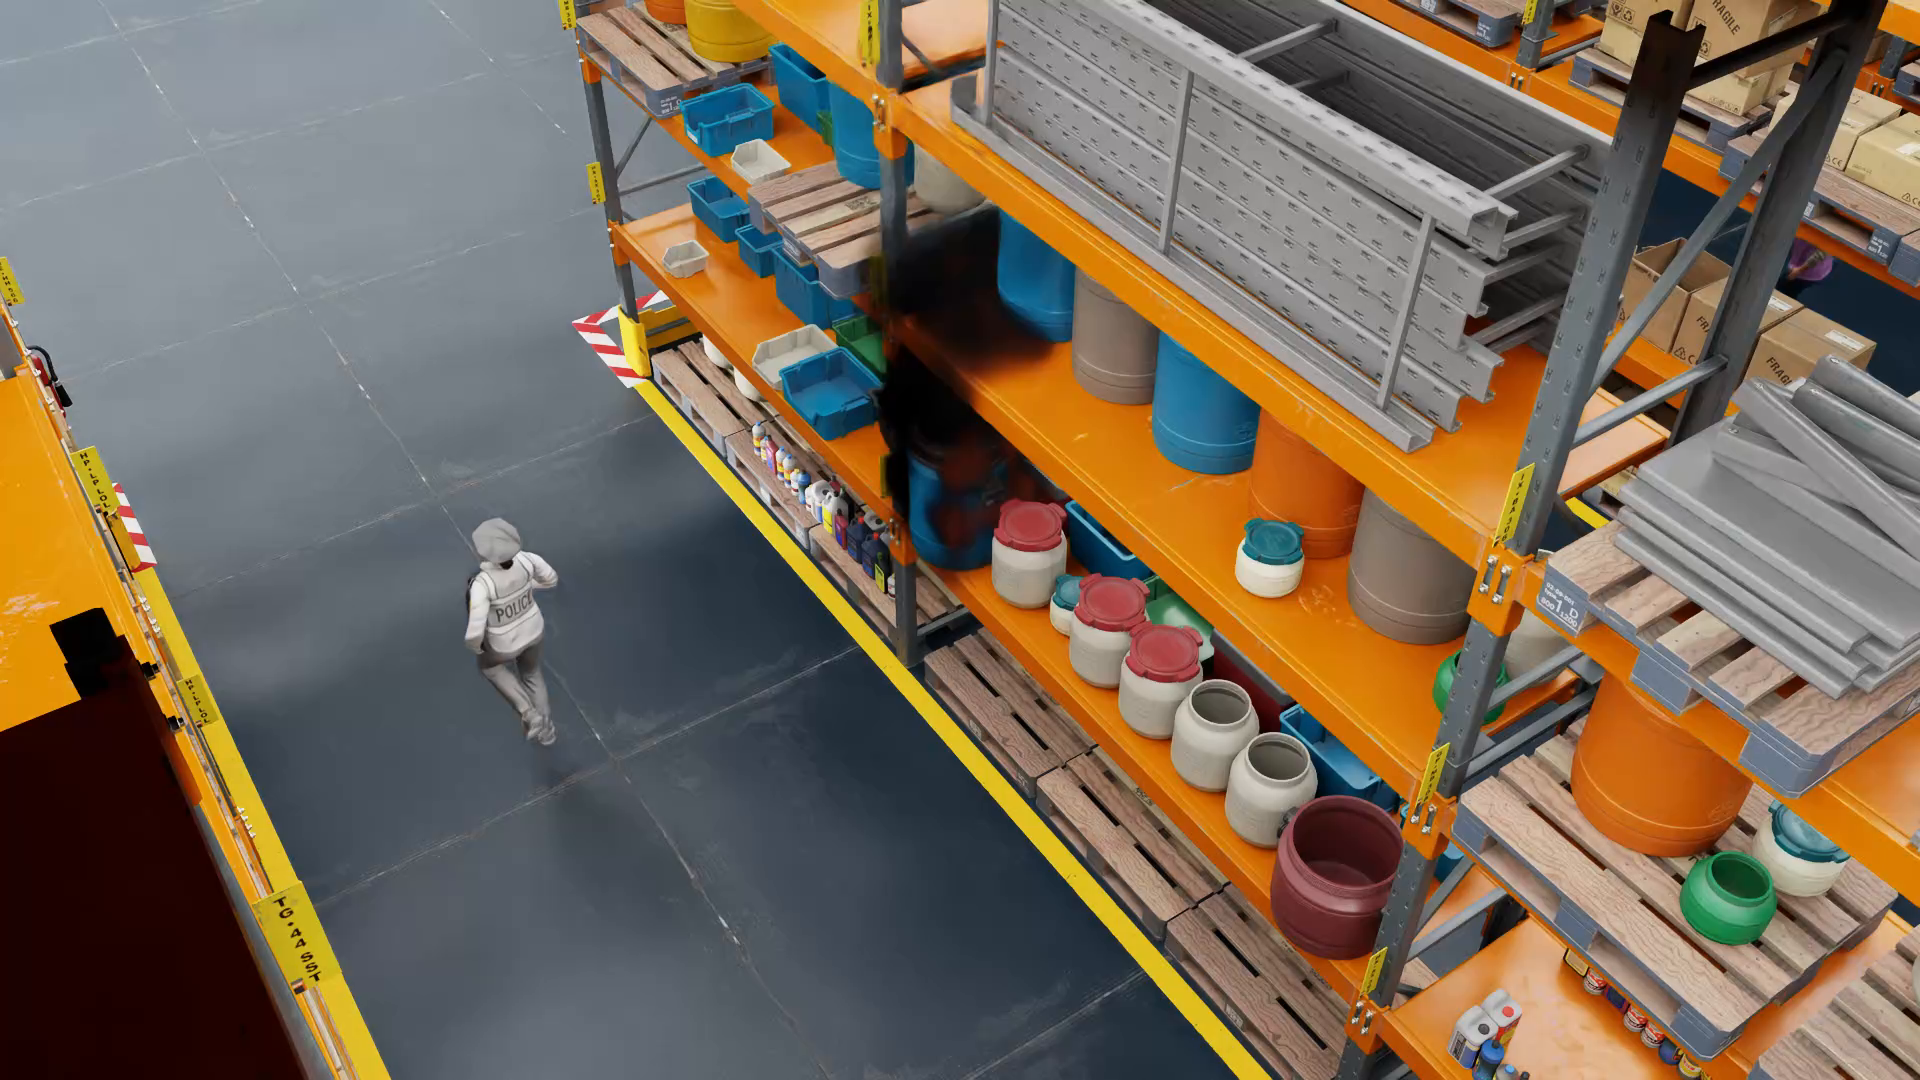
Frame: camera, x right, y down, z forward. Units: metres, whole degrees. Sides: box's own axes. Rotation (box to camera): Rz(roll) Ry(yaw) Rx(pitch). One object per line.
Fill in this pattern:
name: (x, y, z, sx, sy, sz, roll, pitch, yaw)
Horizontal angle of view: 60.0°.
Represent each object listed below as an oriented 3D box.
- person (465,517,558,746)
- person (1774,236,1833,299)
person: (-2.600, 0.518, 9.548, 0.463, 1.686, 0.681, 32, 51, 30)
person: (6.580, -2.112, 12.912, 0.553, 1.567, 0.534, -33, 52, -31)
